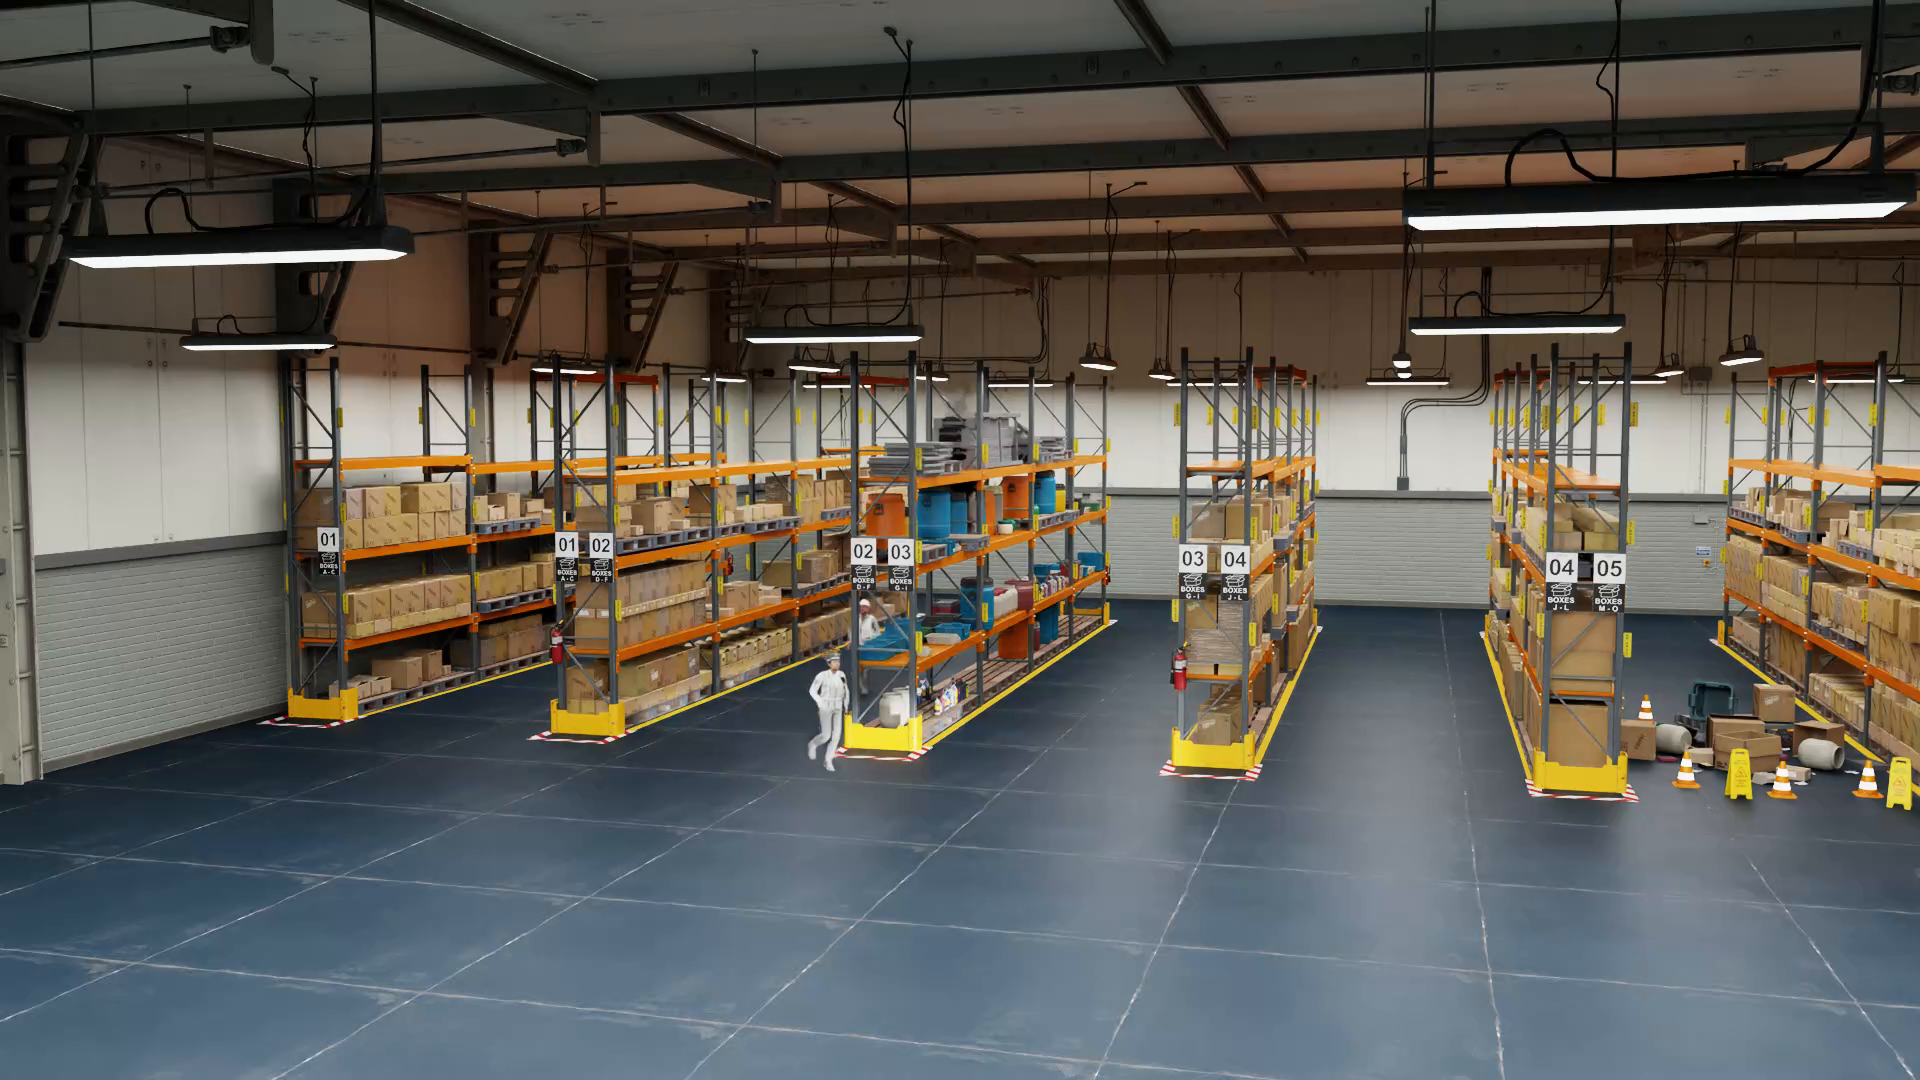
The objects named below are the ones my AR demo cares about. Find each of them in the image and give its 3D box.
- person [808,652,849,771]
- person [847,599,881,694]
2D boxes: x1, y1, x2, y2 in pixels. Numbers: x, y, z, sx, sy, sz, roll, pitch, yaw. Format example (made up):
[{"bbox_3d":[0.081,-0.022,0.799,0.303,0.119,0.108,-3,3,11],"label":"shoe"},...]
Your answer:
[{"bbox_3d":[-1.856,2.435,23.885,0.636,1.680,0.632,-3,5,-32],"label":"person"},{"bbox_3d":[-1.765,1.935,30.014,0.657,1.729,0.575,1,4,10],"label":"person"}]
